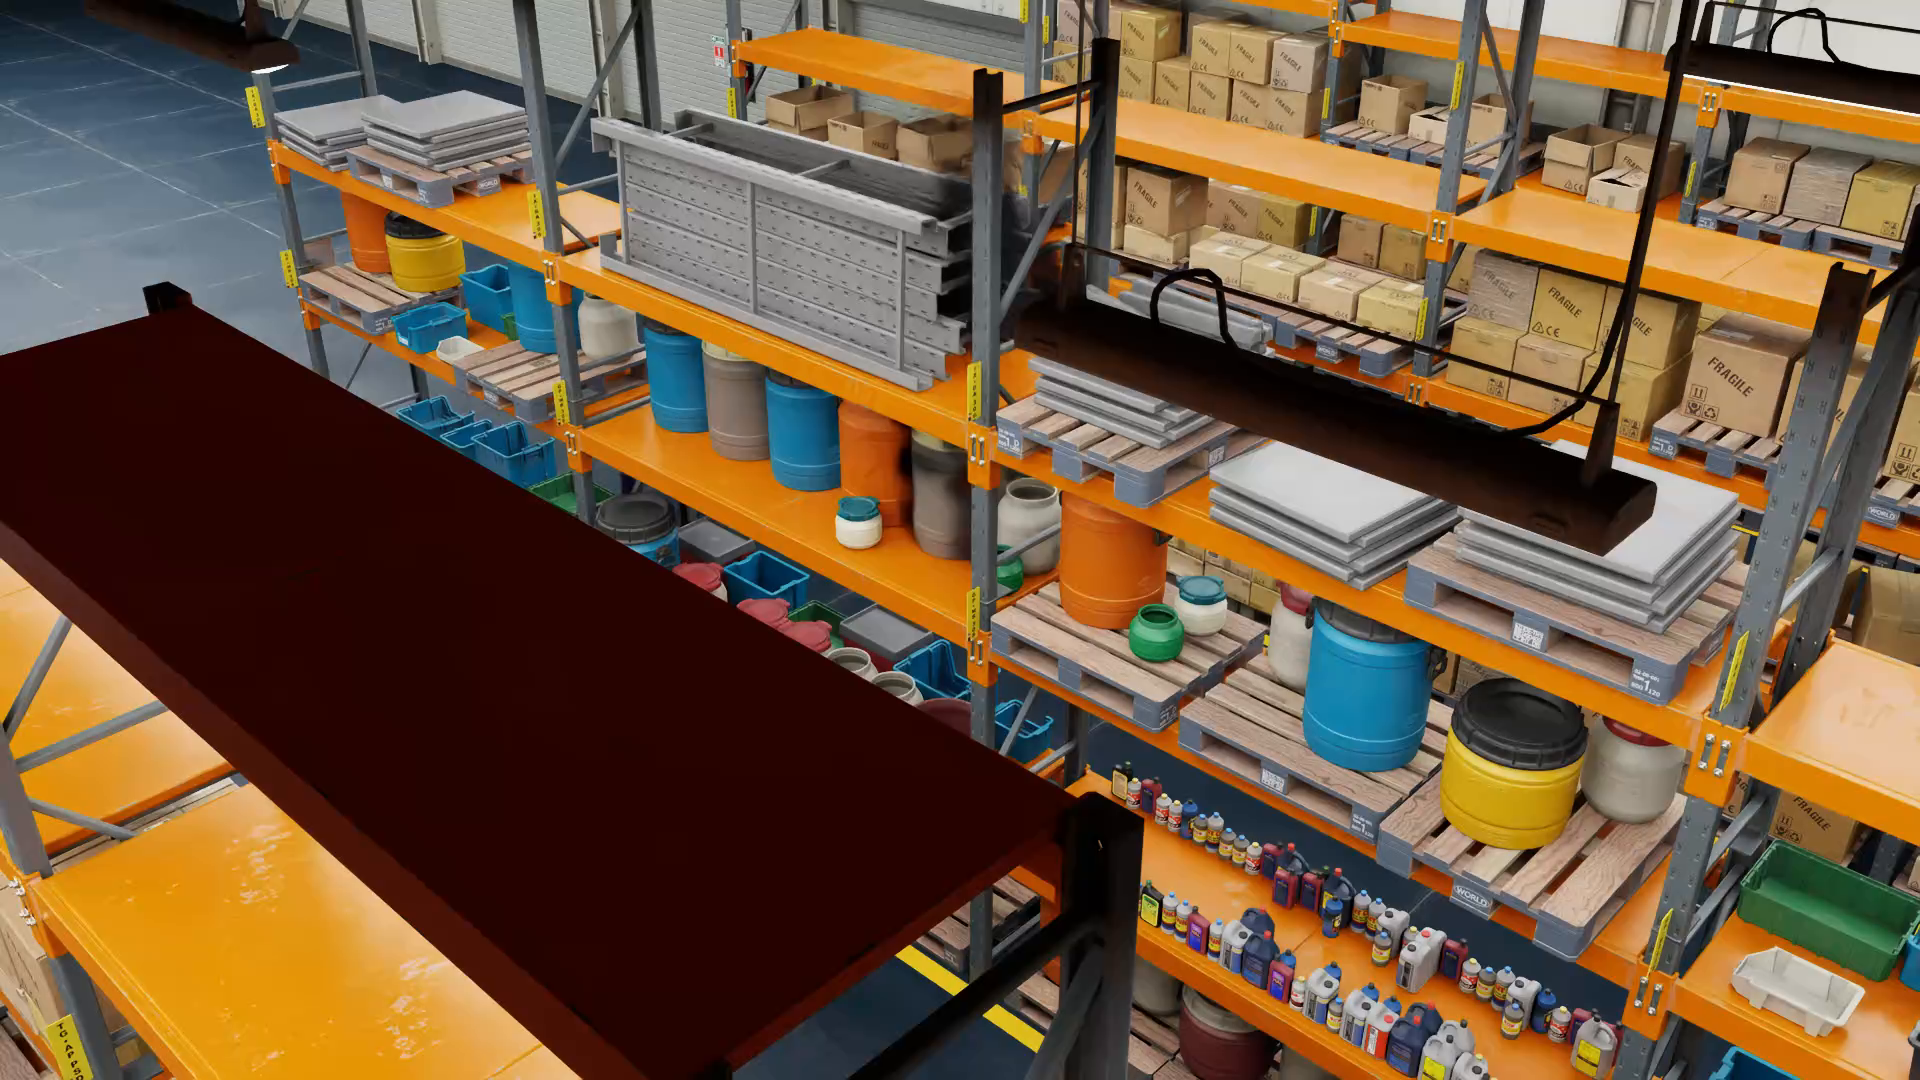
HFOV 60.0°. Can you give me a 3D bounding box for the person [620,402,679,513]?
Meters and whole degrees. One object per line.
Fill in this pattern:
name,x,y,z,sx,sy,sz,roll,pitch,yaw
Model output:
person,-3.051,-0.959,16.220,0.933,1.652,0.580,5,30,10
